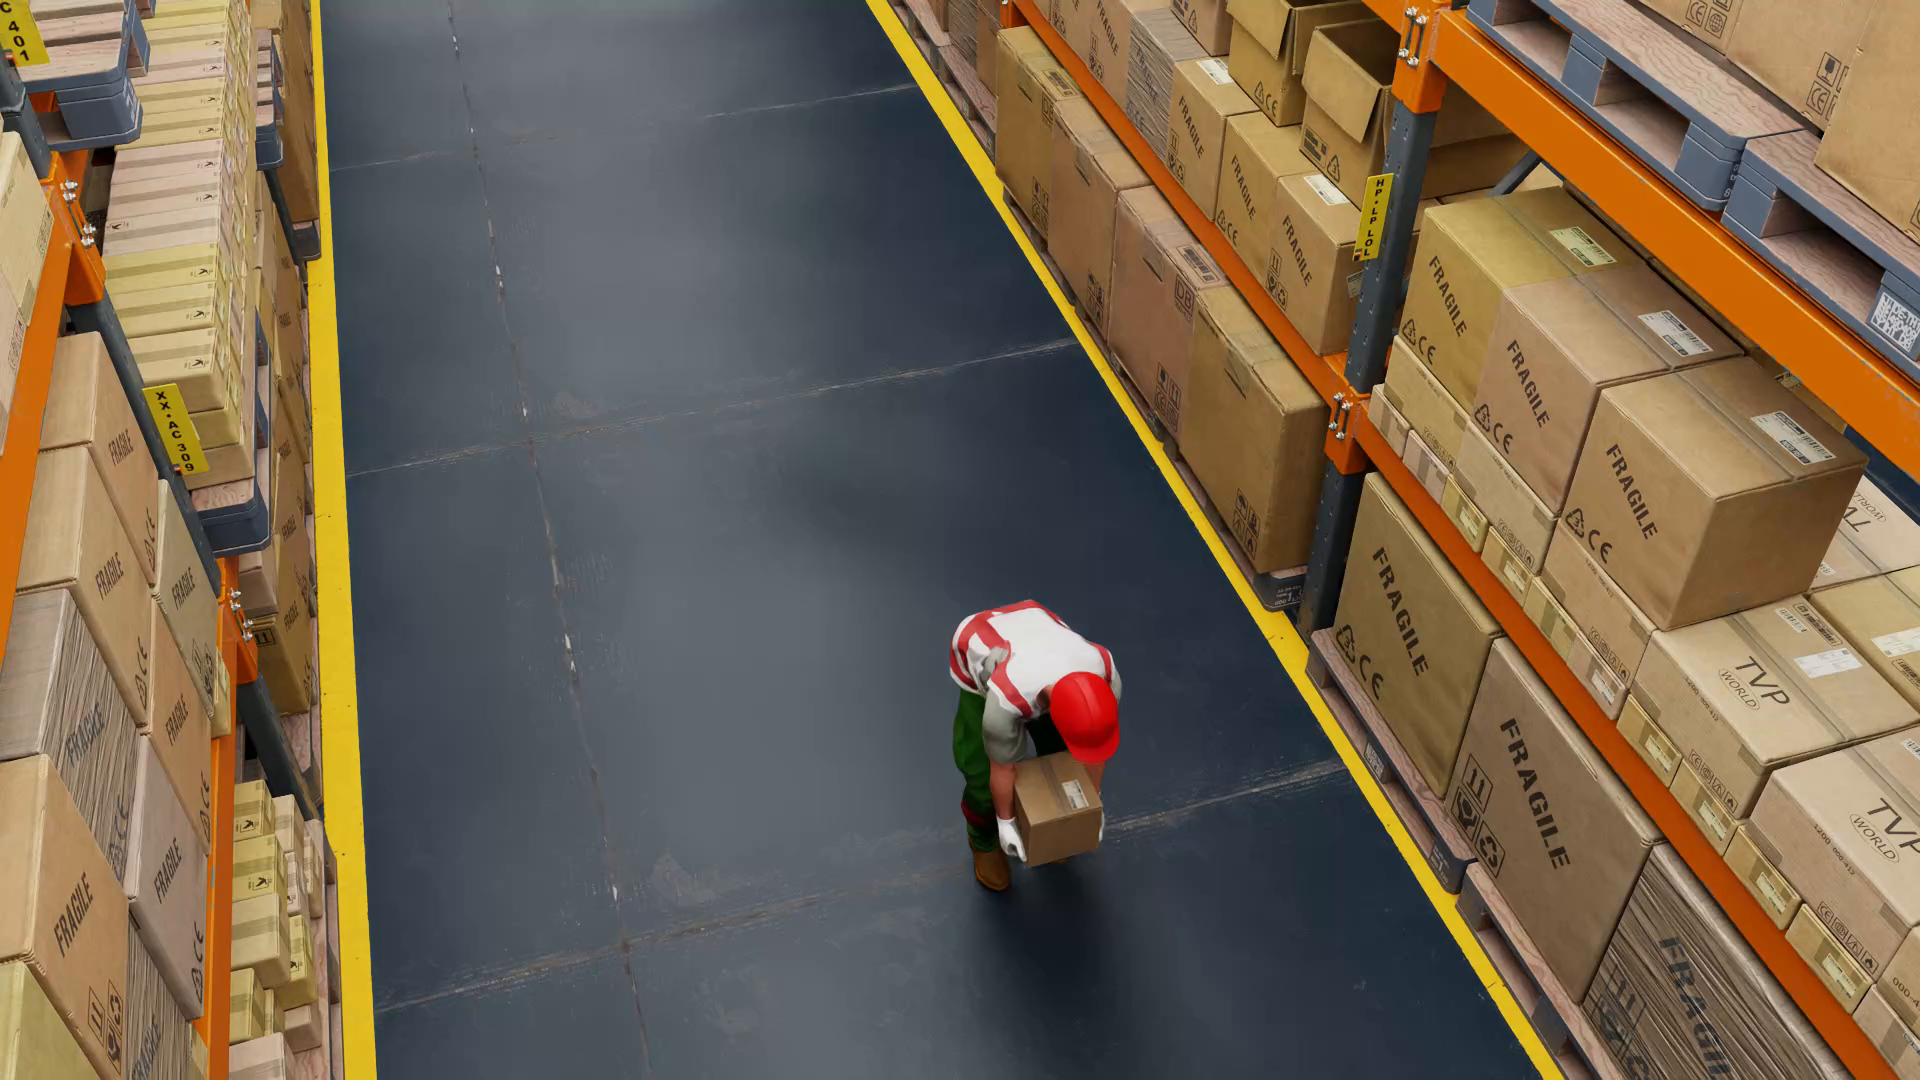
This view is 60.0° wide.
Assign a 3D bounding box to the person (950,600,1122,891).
[{"bbox_3d":[0.263,0.737,5.613,0.488,1.392,0.888,-13,43,-14],"label":"person"}]
